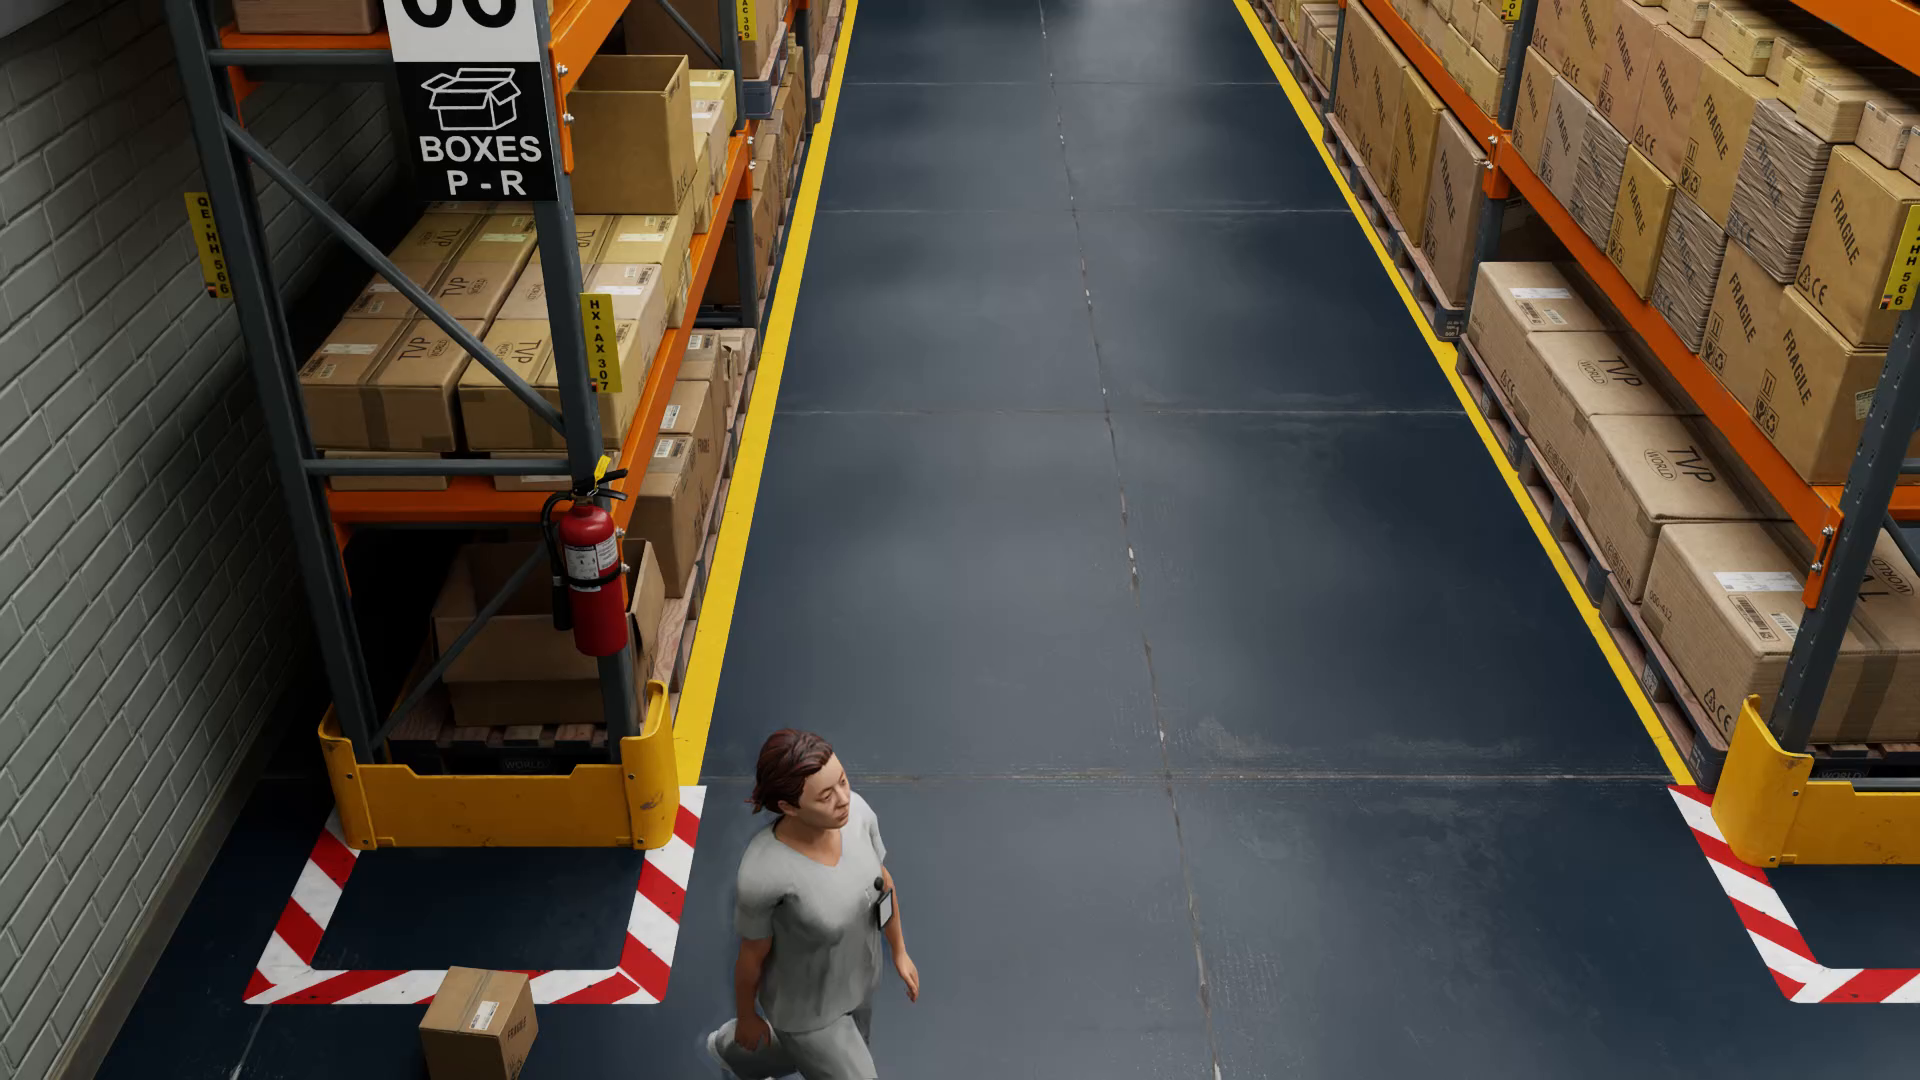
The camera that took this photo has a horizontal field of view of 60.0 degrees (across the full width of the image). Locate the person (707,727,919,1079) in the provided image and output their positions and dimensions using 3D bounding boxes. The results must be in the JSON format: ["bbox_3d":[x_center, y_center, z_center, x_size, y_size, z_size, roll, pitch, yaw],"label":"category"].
[{"bbox_3d":[-0.386,1.127,4.314,0.943,1.635,0.457,22,38,31],"label":"person"}]
